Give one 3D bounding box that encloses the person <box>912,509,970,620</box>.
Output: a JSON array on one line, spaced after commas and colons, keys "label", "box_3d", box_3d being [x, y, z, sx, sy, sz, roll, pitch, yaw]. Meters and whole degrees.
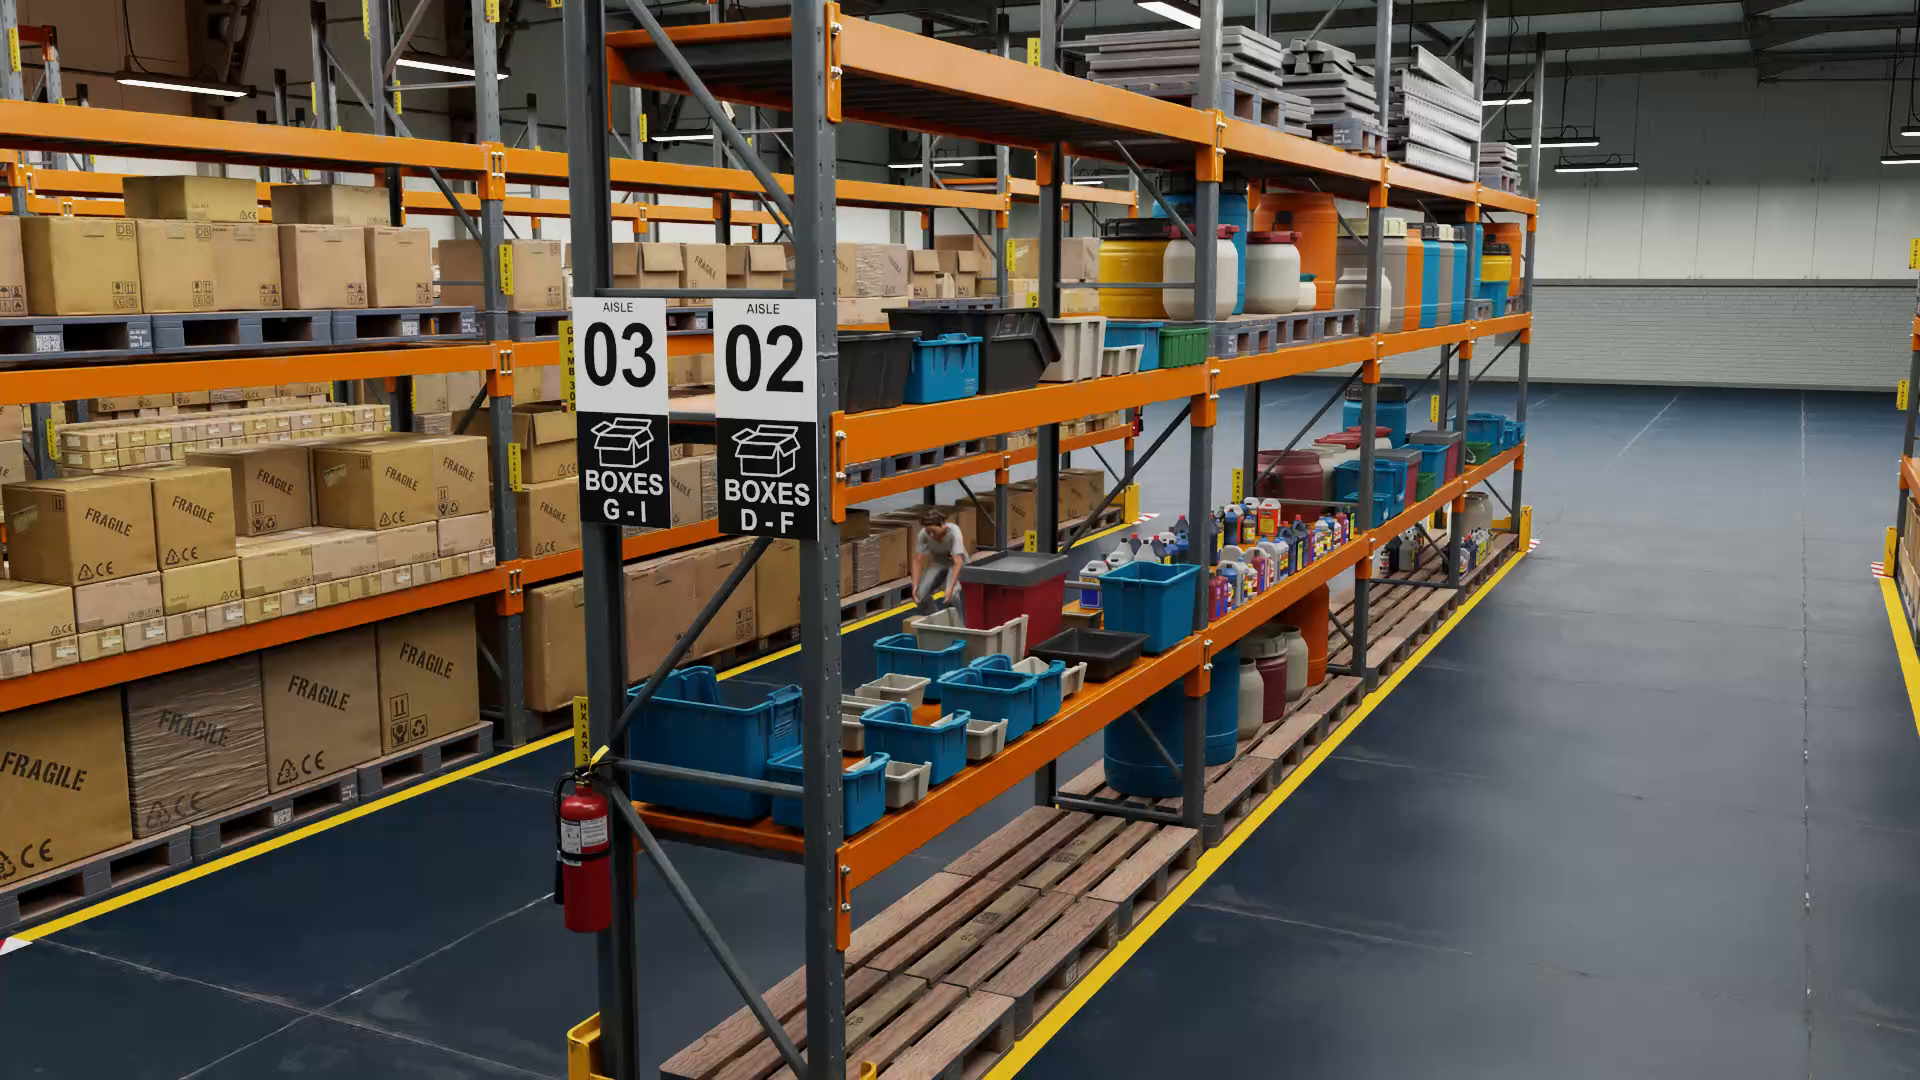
[{"label": "person", "box_3d": [-0.146, 0.294, 15.004, 0.495, 1.216, 0.720, 5, 10, 26]}]
